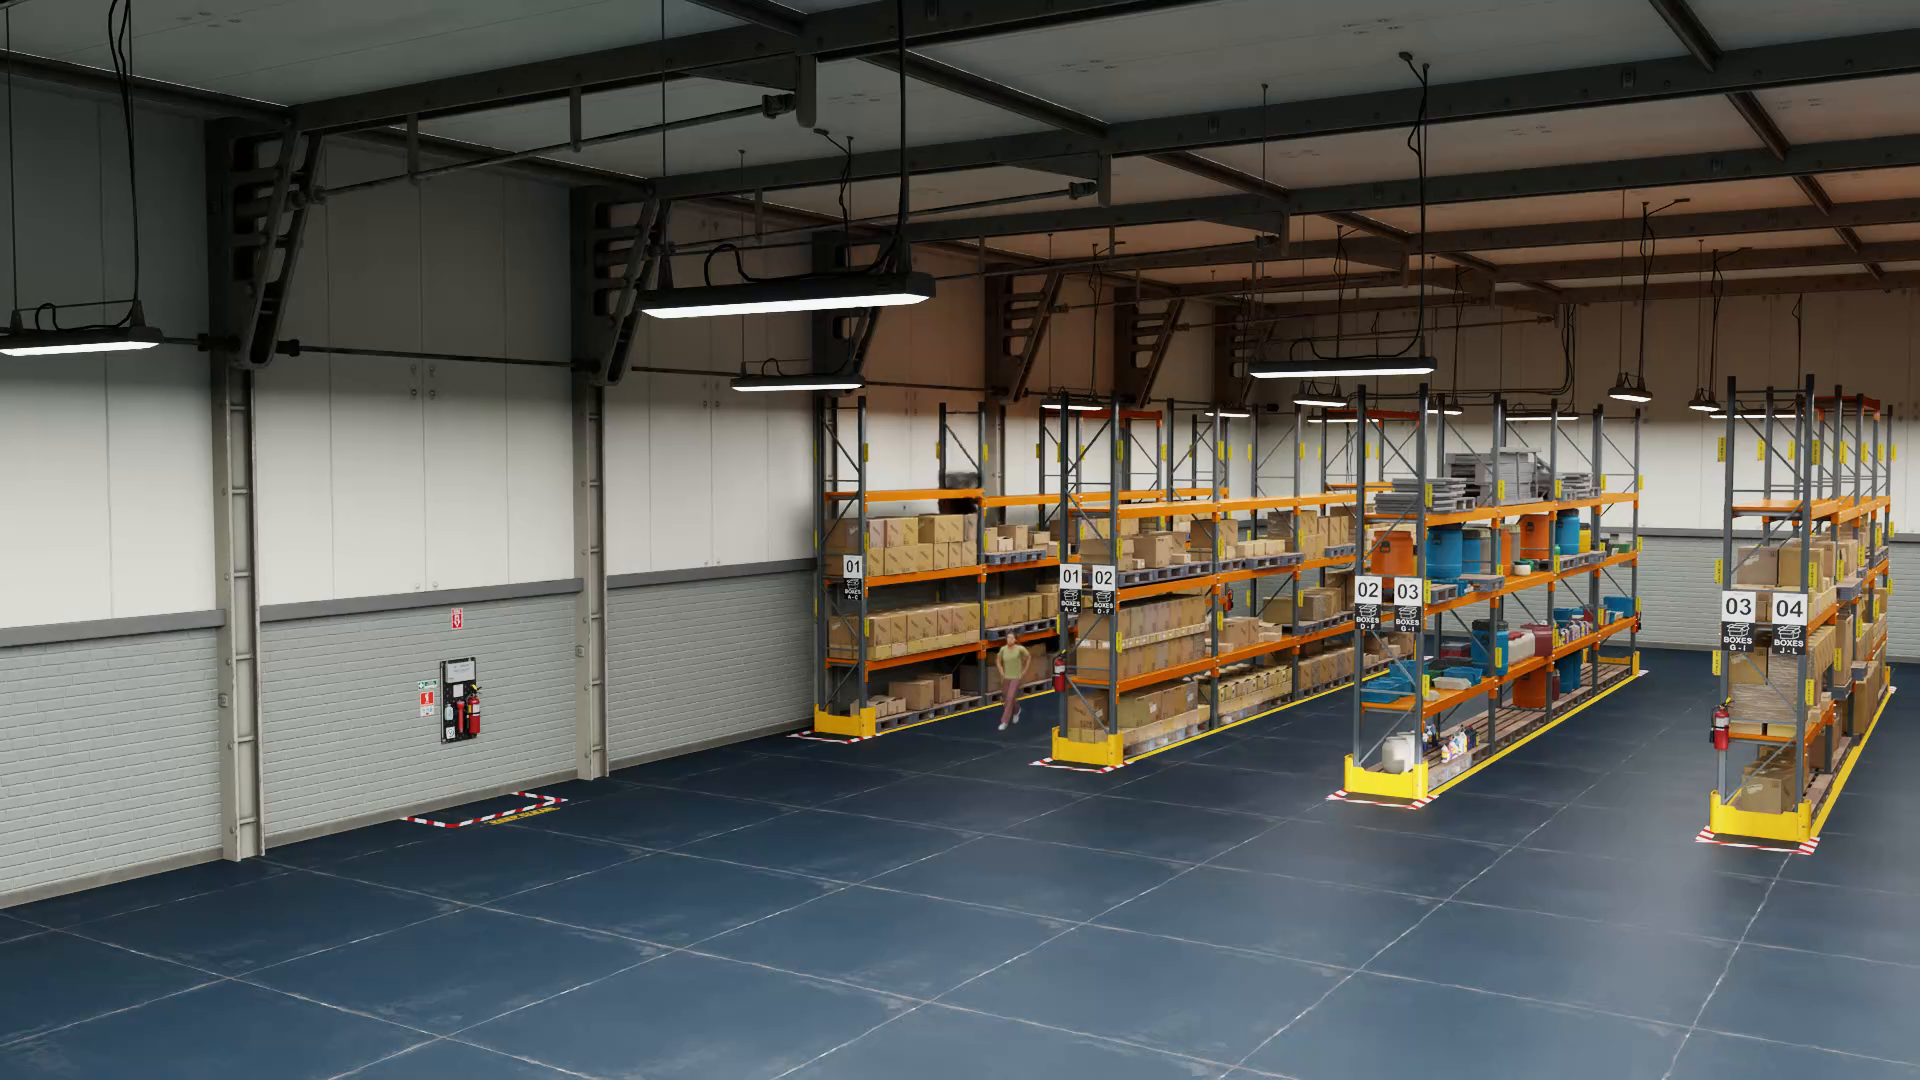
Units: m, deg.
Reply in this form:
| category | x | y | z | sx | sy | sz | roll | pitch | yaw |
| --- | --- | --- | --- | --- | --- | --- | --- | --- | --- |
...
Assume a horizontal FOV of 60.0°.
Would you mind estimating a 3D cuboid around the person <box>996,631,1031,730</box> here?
| category | x | y | z | sx | sy | sz | roll | pitch | yaw |
| --- | --- | --- | --- | --- | --- | --- | --- | --- | --- |
| person | 0.900 | 2.395 | 28.672 | 0.603 | 1.667 | 0.816 | 1 | 3 | 21 |
